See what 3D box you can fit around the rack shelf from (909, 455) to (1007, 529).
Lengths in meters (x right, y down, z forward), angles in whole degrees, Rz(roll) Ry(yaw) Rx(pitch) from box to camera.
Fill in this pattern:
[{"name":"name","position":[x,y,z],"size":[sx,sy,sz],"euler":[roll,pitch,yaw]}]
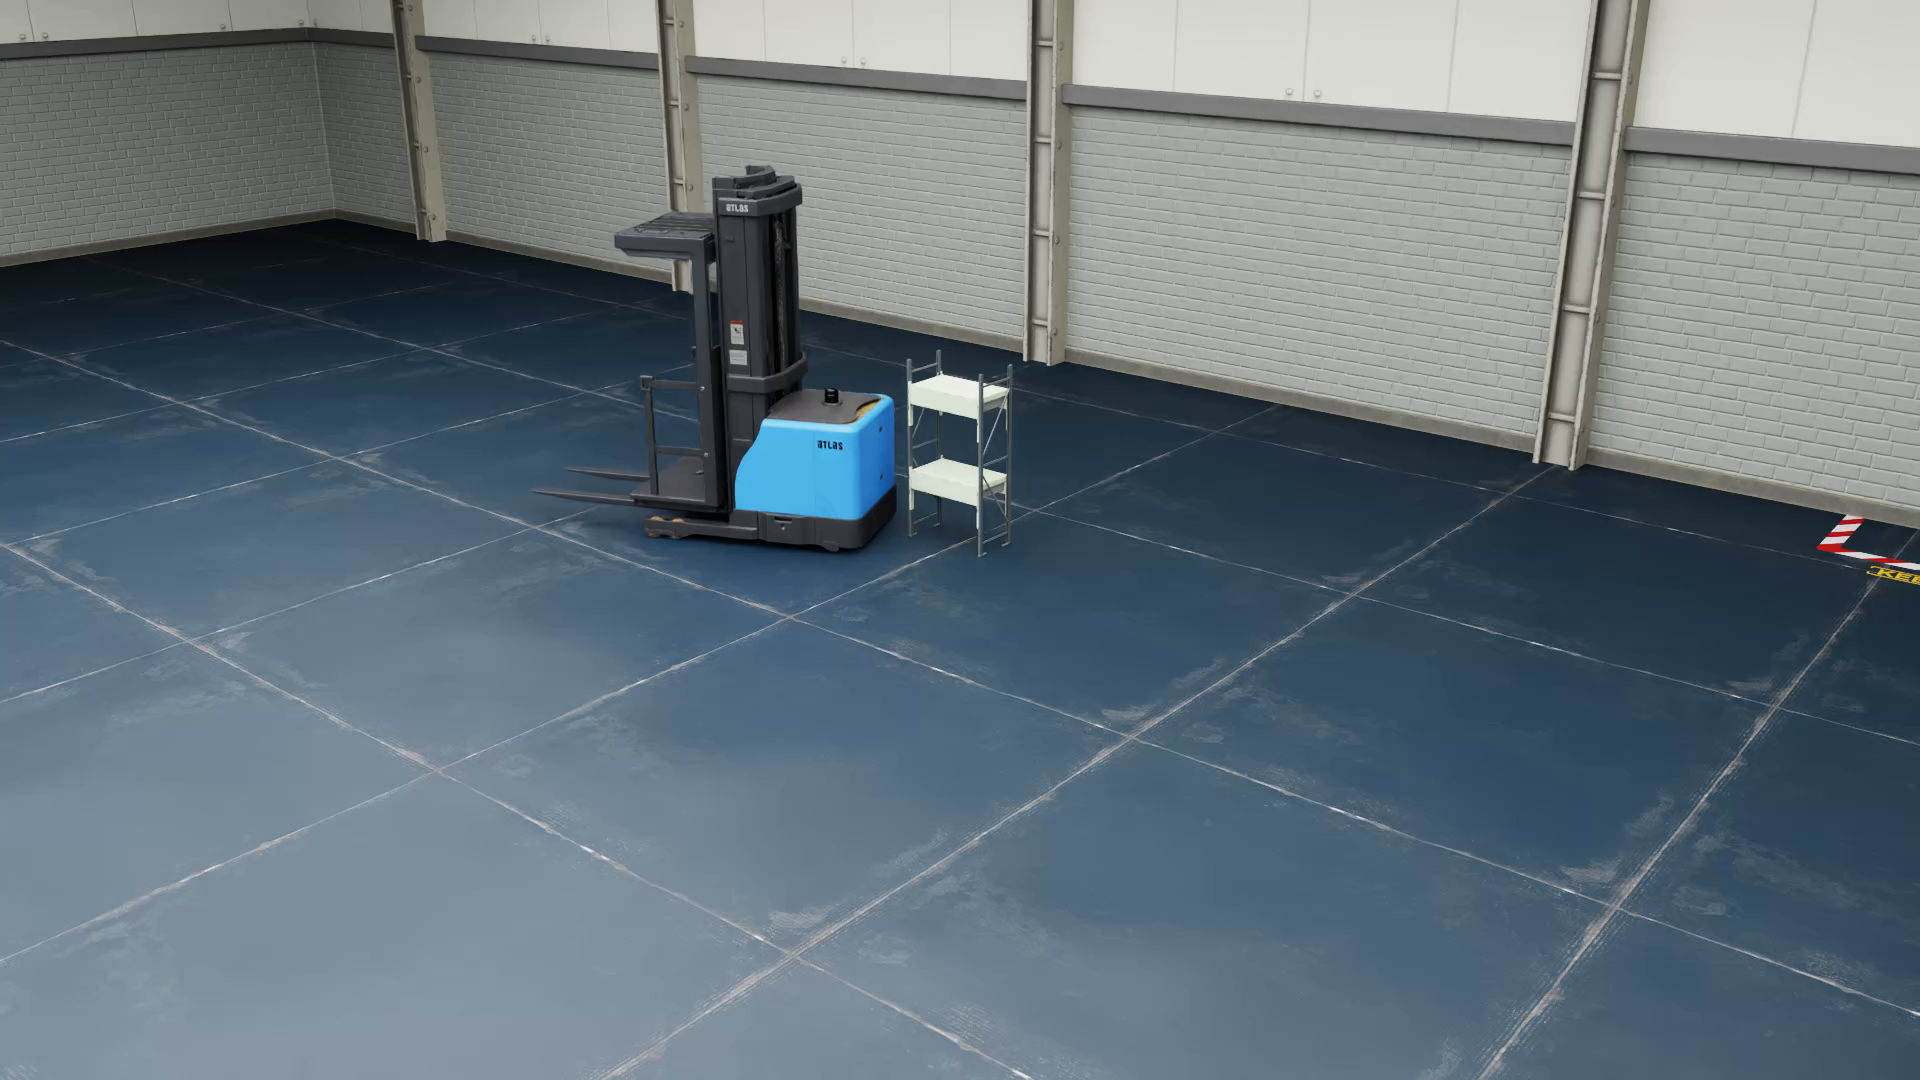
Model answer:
[{"name":"rack shelf","position":[-0.005,-0.398,13.523],"size":[0.720,0.370,0.431],"euler":[16,26,36]}]

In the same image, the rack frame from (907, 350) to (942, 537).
[{"name":"rack frame","position":[-0.289,-0.785,13.624],"size":[0.023,1.500,0.400],"euler":[16,26,36]}]

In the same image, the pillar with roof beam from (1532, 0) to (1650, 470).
[{"name":"pillar with roof beam","position":[2.899,-3.762,10.890],"size":[0.400,9.000,9.100],"euler":[16,26,36]}]

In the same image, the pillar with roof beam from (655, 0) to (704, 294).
[{"name":"pillar with roof beam","position":[-6.398,-6.439,17.989],"size":[0.400,9.000,9.100],"euler":[16,26,36]}]

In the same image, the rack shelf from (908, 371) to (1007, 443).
[{"name":"rack shelf","position":[-0.005,-1.068,13.270],"size":[0.720,0.370,0.431],"euler":[16,26,36]}]

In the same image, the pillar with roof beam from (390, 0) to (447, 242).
[{"name":"pillar with roof beam","position":[-11.047,-7.778,21.539],"size":[0.400,9.000,9.100],"euler":[16,26,36]}]

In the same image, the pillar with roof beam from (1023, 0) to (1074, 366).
[{"name":"pillar with roof beam","position":[-1.750,-5.100,14.440],"size":[0.400,9.000,9.100],"euler":[16,26,36]}]

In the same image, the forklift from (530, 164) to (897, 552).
[{"name":"forklift","position":[-2.113,-1.550,13.626],"size":[3.031,2.935,1.130],"euler":[6,21,15]}]

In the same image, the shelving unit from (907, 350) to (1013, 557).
[{"name":"shelving unit","position":[-0.005,-0.703,13.407],"size":[0.755,1.500,0.431],"euler":[16,26,36]}]

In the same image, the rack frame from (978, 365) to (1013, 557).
[{"name":"rack frame","position":[0.278,-0.622,13.191],"size":[0.023,1.500,0.400],"euler":[16,26,36]}]
